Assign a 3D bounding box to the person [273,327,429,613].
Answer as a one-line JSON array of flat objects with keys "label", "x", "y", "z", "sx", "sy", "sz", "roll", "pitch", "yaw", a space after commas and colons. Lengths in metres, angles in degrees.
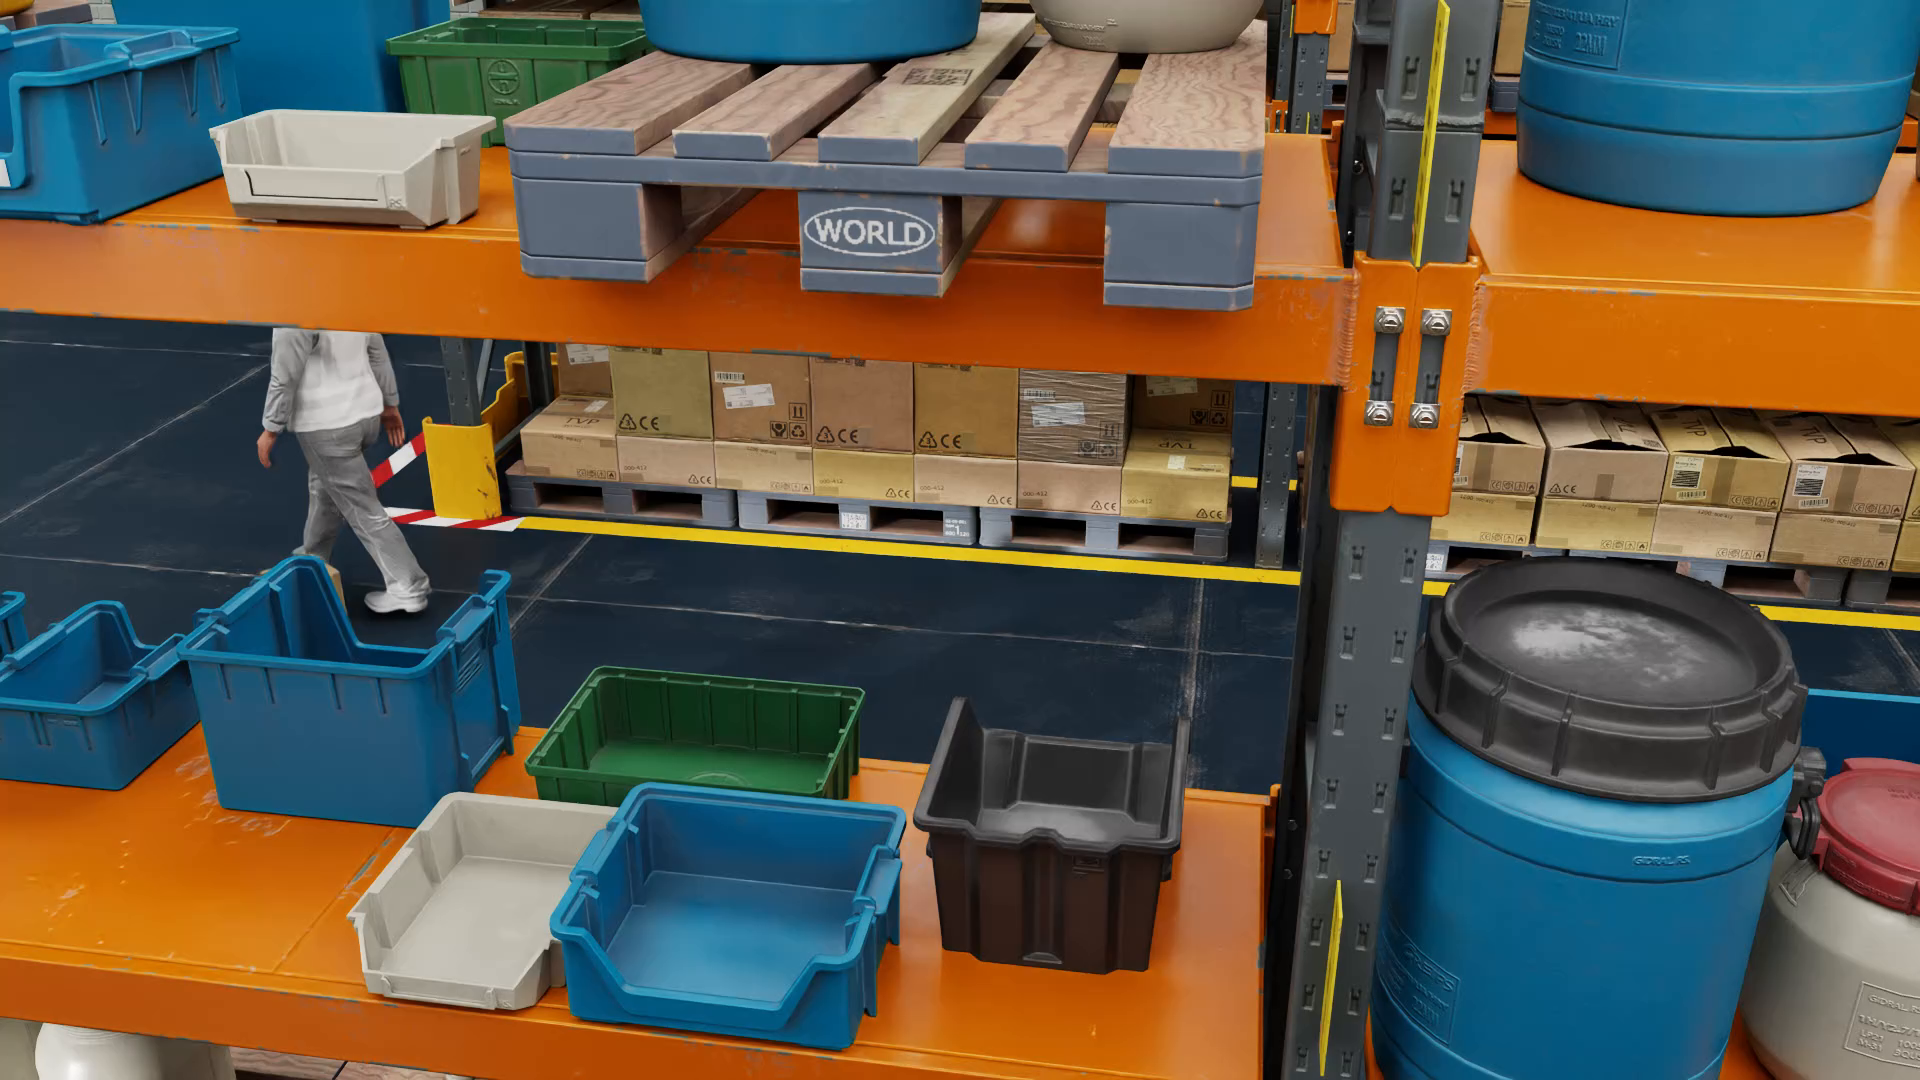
[{"label": "person", "x": -2.790, "y": -0.531, "z": 7.211, "sx": 0.907, "sy": 1.744, "sz": 0.447, "roll": 7, "pitch": 26, "yaw": 15}]
